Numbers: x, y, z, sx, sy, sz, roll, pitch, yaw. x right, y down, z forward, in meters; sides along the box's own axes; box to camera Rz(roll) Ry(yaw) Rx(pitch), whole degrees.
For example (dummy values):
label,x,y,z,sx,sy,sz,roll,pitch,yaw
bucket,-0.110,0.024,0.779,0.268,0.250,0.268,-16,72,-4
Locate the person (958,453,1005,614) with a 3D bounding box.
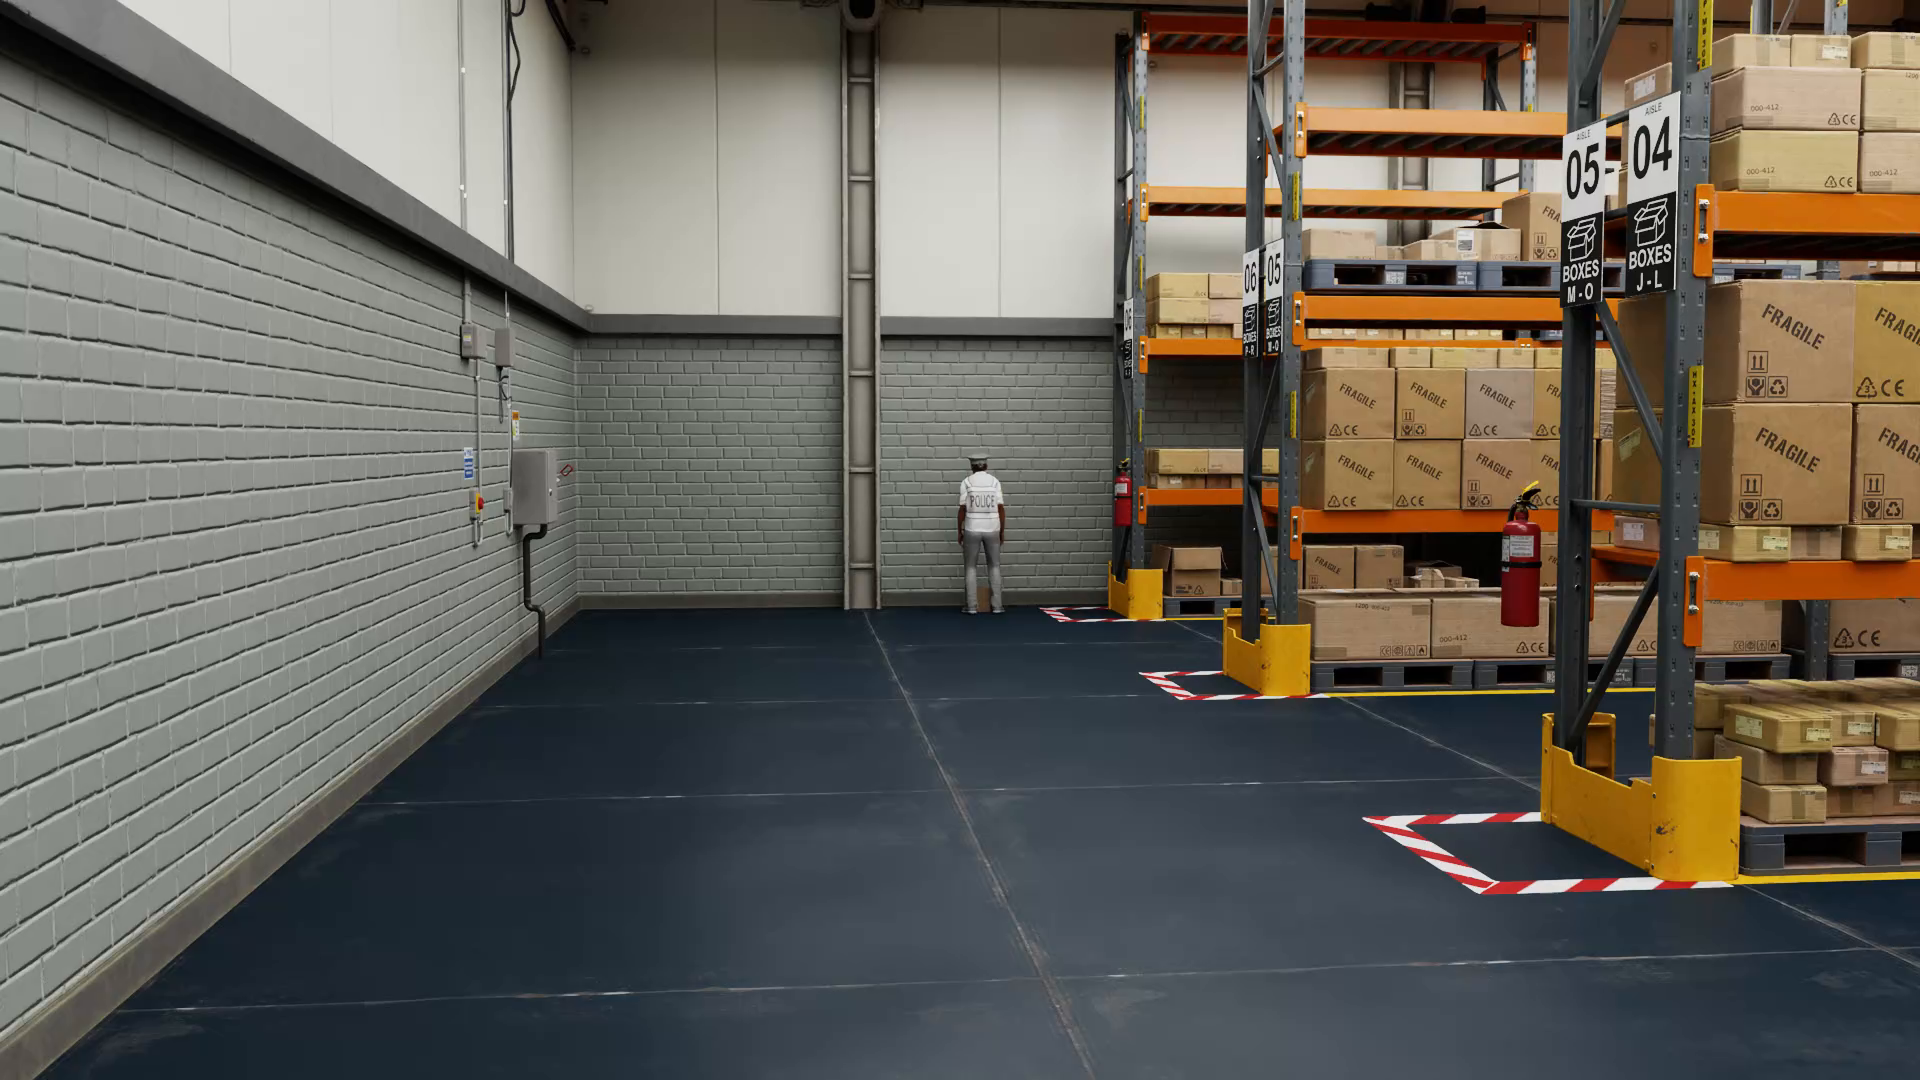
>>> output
label,x,y,z,sx,sy,sz,roll,pitch,yaw
person,0.224,-0.067,17.151,0.504,1.658,0.394,0,4,-6
